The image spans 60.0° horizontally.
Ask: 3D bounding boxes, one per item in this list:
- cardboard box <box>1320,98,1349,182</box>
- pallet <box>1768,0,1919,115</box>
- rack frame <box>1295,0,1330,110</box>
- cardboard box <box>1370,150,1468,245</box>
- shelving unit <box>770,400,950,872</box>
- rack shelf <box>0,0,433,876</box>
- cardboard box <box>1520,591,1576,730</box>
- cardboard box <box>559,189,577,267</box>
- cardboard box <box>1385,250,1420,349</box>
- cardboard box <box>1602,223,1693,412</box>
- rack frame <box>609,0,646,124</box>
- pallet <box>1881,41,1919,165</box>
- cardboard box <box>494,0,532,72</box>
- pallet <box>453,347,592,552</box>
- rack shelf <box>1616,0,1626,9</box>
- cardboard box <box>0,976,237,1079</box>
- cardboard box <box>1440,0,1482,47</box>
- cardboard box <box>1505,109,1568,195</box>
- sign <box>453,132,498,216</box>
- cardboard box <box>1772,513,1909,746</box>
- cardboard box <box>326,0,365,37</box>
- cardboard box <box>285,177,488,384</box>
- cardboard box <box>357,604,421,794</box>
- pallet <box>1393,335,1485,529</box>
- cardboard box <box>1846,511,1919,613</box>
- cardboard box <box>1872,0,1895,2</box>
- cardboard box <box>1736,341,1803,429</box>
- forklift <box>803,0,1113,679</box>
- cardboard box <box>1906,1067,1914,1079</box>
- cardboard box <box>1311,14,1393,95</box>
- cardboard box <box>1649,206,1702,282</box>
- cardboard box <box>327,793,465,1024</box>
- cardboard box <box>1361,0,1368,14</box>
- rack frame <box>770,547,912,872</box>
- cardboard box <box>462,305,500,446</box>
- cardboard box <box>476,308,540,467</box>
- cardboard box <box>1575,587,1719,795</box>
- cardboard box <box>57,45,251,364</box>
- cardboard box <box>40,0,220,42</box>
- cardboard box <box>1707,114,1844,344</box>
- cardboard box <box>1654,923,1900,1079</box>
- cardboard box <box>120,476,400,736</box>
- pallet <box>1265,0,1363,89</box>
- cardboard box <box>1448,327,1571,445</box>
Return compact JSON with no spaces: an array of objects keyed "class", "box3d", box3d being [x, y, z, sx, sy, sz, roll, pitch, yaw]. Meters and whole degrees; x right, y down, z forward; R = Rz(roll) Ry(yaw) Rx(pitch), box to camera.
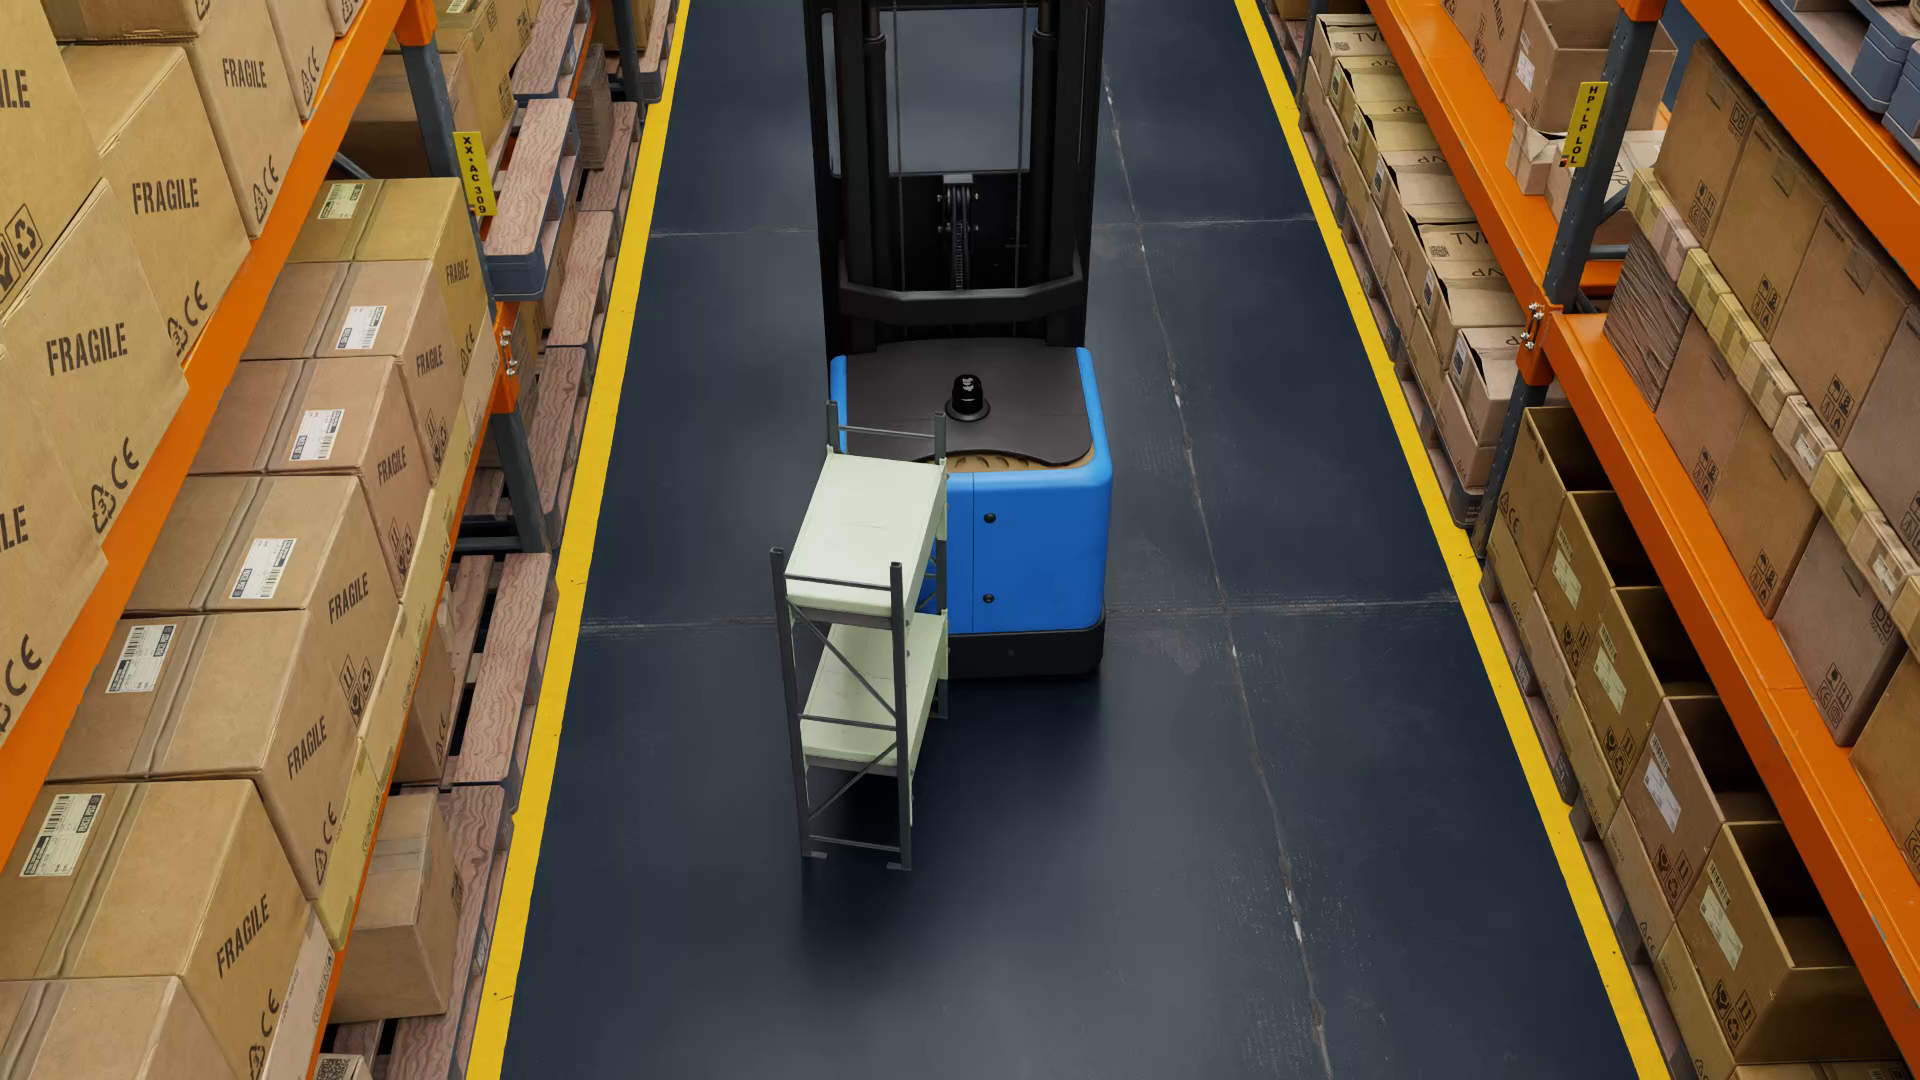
[{"class":"cardboard box","box3d":[2.304,-2.214,9.170,0.500,0.250,0.500,-3,43,-3]},{"class":"pallet","box3d":[2.785,-1.572,4.590,1.003,0.211,1.213,-2,43,-2]},{"class":"rack frame","box3d":[2.553,-3.774,9.148,1.000,3.000,0.127,-2,43,-2]},{"class":"cardboard box","box3d":[2.354,-1.714,8.209,0.500,0.311,0.500,-2,43,-2]},{"class":"shelving unit","box3d":[-0.309,0.361,5.747,0.431,1.500,0.755,7,43,7]},{"class":"rack shelf","box3d":[-2.142,-0.419,3.800,1.077,0.370,4.000,-2,43,-2]},{"class":"cardboard box","box3d":[2.455,0.445,6.269,0.500,0.250,0.500,-2,43,-2]},{"class":"cardboard box","box3d":[-2.359,-1.700,8.409,0.700,0.500,0.500,-2,43,-2]},{"class":"cardboard box","box3d":[2.373,-1.173,8.034,0.500,0.250,0.500,-1,43,-1]},{"class":"cardboard box","box3d":[2.748,-0.811,5.841,0.700,0.500,0.500,-3,43,-3]},{"class":"rack frame","box3d":[-2.396,-3.629,8.990,1.000,3.000,0.127,-2,43,-2]},{"class":"pallet","box3d":[2.833,-0.750,3.694,1.003,0.211,1.213,-2,43,-2]},{"class":"cardboard box","box3d":[-2.290,-2.294,7.133,0.700,0.500,0.500,4,43,4]},{"class":"pallet","box3d":[-2.261,-0.427,7.559,1.003,0.211,1.213,-2,43,-2]},{"class":"rack shelf","box3d":[2.638,-3.264,6.904,1.077,0.370,4.000,-2,43,-2]},{"class":"cardboard box","box3d":[-1.777,1.212,3.249,0.500,0.500,0.500,-2,43,-2]},{"class":"cardboard box","box3d":[2.640,-2.679,7.878,0.500,0.500,0.500,-4,43,-4]},{"class":"cardboard box","box3d":[2.502,-1.612,6.889,0.396,0.266,0.258,-3,43,-3]},{"class":"sign","box3d":[-1.685,-1.269,5.774,0.100,0.325,0.005,-2,43,-2]},{"class":"cardboard box","box3d":[2.817,0.229,4.706,0.700,0.500,0.500,0,43,-1]},{"class":"cardboard box","box3d":[-1.958,-1.744,4.624,0.500,0.500,0.500,-1,43,-1]},{"class":"cardboard box","box3d":[-1.897,-0.847,5.496,0.500,0.500,0.500,-2,43,-2]},{"class":"cardboard box","box3d":[-1.831,0.445,4.641,0.500,0.250,0.500,-1,43,-1]},{"class":"pallet","box3d":[2.652,-0.542,7.685,1.003,0.211,1.213,-2,43,-2]},{"class":"cardboard box","box3d":[2.618,0.051,4.420,0.380,0.149,0.250,-2,43,-2]},{"class":"cardboard box","box3d":[2.503,-1.641,4.252,0.500,0.311,0.500,-4,43,-4]},{"class":"cardboard box","box3d":[2.585,-0.473,4.992,0.380,0.149,0.250,-3,43,-3]},{"class":"forklift","box3d":[-0.035,-1.505,6.723,1.130,2.935,3.031,-2,43,-2]},{"class":"cardboard box","box3d":[3.067,1.780,4.813,0.500,0.250,0.500,-2,43,-2]},{"class":"cardboard box","box3d":[2.281,-2.760,9.350,0.500,0.311,0.500,0,43,0]},{"class":"cardboard box","box3d":[2.551,-0.993,5.560,0.380,0.149,0.250,-1,43,-1]},{"class":"cardboard box","box3d":[-2.002,1.179,5.268,0.700,0.500,0.500,-4,43,-4]},{"class":"cardboard box","box3d":[2.791,-3.684,10.573,0.500,0.500,0.500,-3,43,-3]},{"class":"rack frame","box3d":[-0.371,0.604,5.481,0.400,1.500,0.023,7,43,7]},{"class":"cardboard box","box3d":[-1.904,-0.570,5.748,0.500,0.250,0.500,-2,43,-2]},{"class":"cardboard box","box3d":[-2.274,-0.666,7.281,0.700,0.500,0.500,0,43,0]},{"class":"cardboard box","box3d":[2.472,0.506,5.647,0.500,0.500,0.500,-2,43,-2]},{"class":"cardboard box","box3d":[-1.878,-0.687,3.471,0.500,0.500,0.500,1,43,1]},{"class":"cardboard box","box3d":[-1.868,-1.395,3.504,0.500,0.500,0.500,-3,43,-3]},{"class":"cardboard box","box3d":[2.770,-0.948,5.031,0.700,0.500,0.500,-2,43,-2]},{"class":"cardboard box","box3d":[2.518,1.457,5.164,0.500,0.250,0.500,-2,43,-2]},{"class":"cardboard box","box3d":[-1.837,0.181,4.374,0.500,0.500,0.500,0,43,0]},{"class":"pallet","box3d":[2.559,-3.251,10.641,1.003,0.211,1.213,-2,43,-2]},{"class":"cardboard box","box3d":[2.419,-0.687,7.089,0.500,0.311,0.500,-2,43,-2]}]
